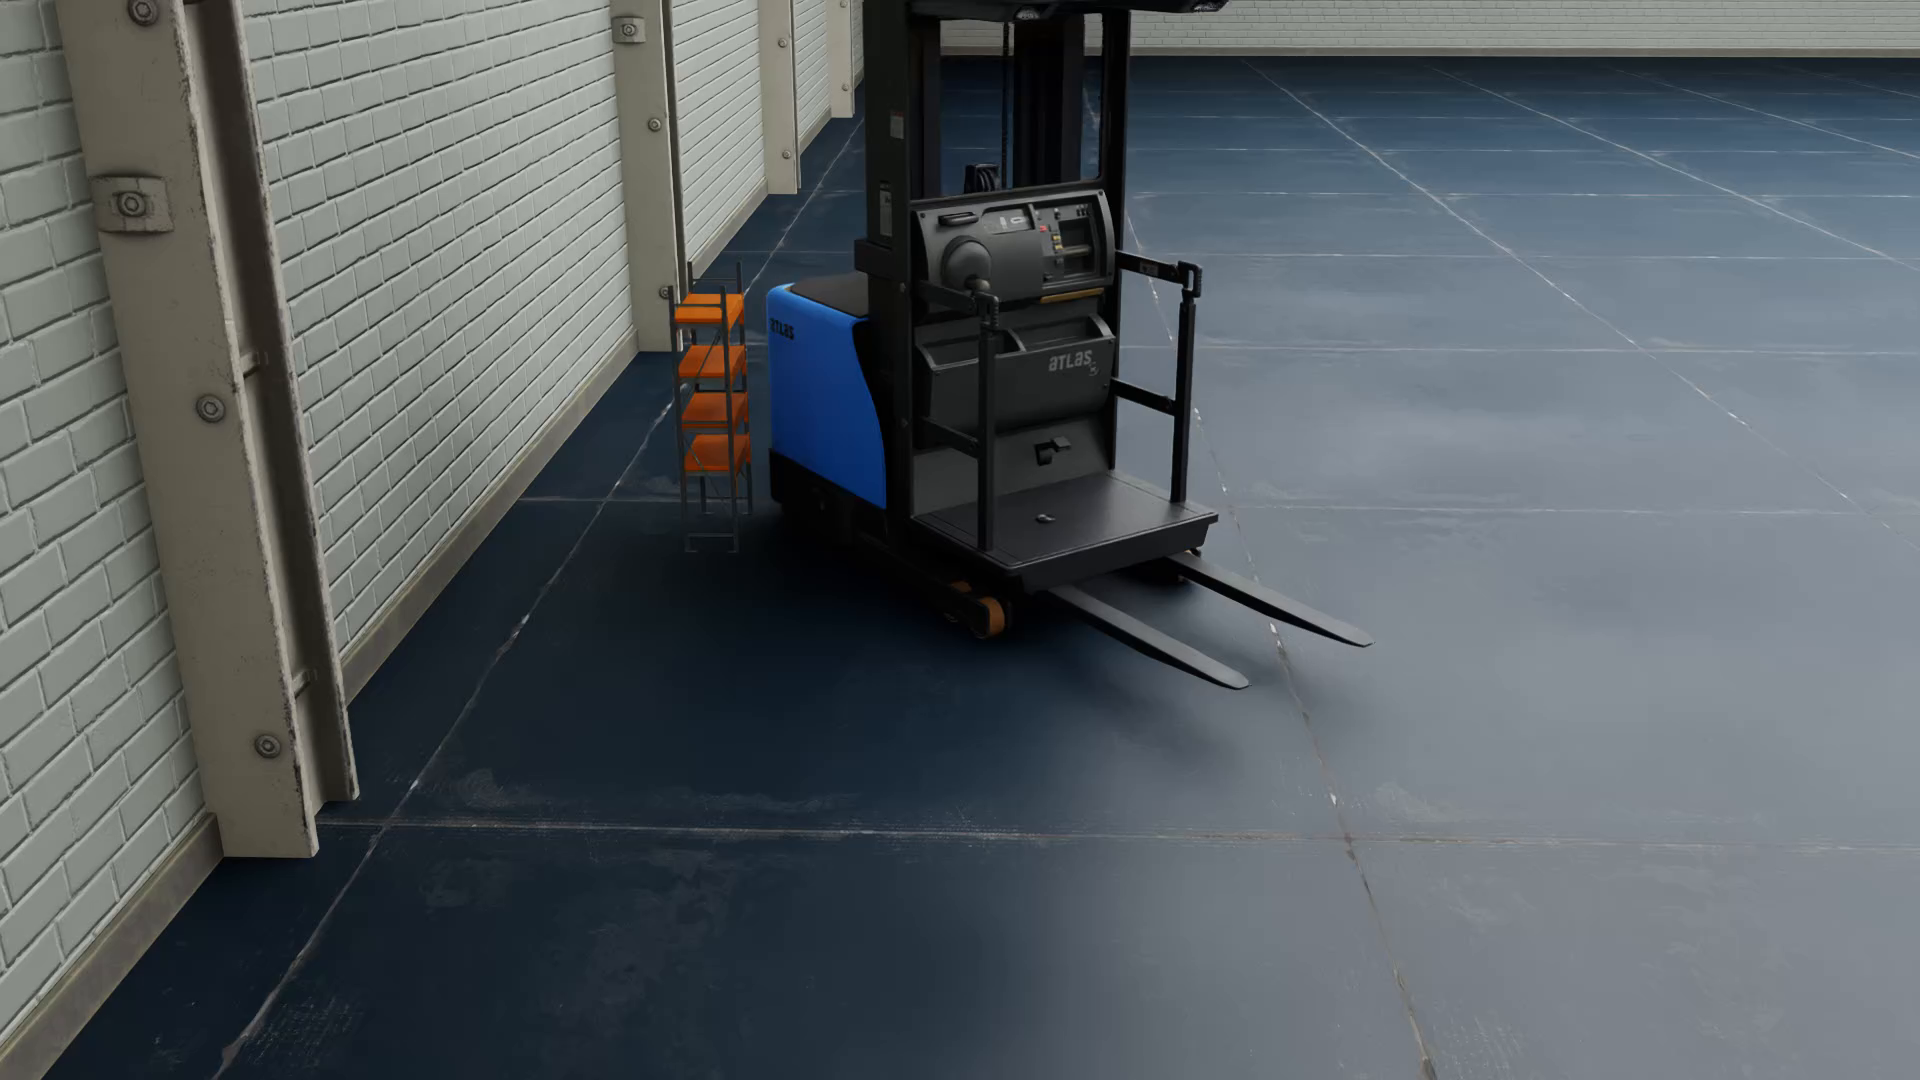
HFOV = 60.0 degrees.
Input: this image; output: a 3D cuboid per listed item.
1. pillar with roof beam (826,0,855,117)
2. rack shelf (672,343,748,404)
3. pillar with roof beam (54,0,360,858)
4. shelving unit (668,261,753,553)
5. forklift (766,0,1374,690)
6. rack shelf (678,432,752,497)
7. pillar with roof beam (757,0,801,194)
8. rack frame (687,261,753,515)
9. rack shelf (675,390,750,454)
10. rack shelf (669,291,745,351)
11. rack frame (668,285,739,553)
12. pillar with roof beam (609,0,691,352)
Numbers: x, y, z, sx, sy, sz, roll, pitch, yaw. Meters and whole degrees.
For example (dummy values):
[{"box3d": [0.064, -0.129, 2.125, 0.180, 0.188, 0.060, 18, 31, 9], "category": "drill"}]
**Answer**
[{"box3d": [2.738, -9.766, 20.258, 9.100, 9.000, 0.400, 1, 21, 2], "category": "pillar with roof beam"}, {"box3d": [-1.098, -0.738, 7.340, 0.258, 0.148, 0.480, 0, 21, 1], "category": "rack shelf"}, {"box3d": [2.190, -3.258, 3.484, 9.100, 9.000, 0.400, 1, 21, 2], "category": "pillar with roof beam"}, {"box3d": [-1.098, -0.592, 7.397, 0.258, 1.200, 0.503, 0, 21, 1], "category": "shelving unit"}, {"box3d": [0.355, -1.174, 6.504, 1.130, 2.935, 3.031, -14, 25, -32], "category": "forklift"}, {"box3d": [-1.098, -0.344, 7.493, 0.258, 0.148, 0.480, 0, 21, 1], "category": "rack shelf"}, {"box3d": [2.555, -7.596, 14.667, 9.100, 9.000, 0.400, 1, 21, 2], "category": "pillar with roof beam"}, {"box3d": [-1.095, -0.681, 7.624, 0.240, 1.200, 0.015, 0, 21, 1], "category": "rack frame"}, {"box3d": [-1.098, -0.530, 7.421, 0.258, 0.148, 0.480, 0, 21, 1], "category": "rack shelf"}, {"box3d": [-1.098, -0.959, 7.255, 0.258, 0.148, 0.480, 0, 21, 1], "category": "rack shelf"}, {"box3d": [-1.101, -0.504, 7.169, 0.240, 1.200, 0.015, 0, 21, 1], "category": "rack frame"}, {"box3d": [2.373, -5.427, 9.076, 9.100, 9.000, 0.400, 1, 21, 2], "category": "pillar with roof beam"}]
